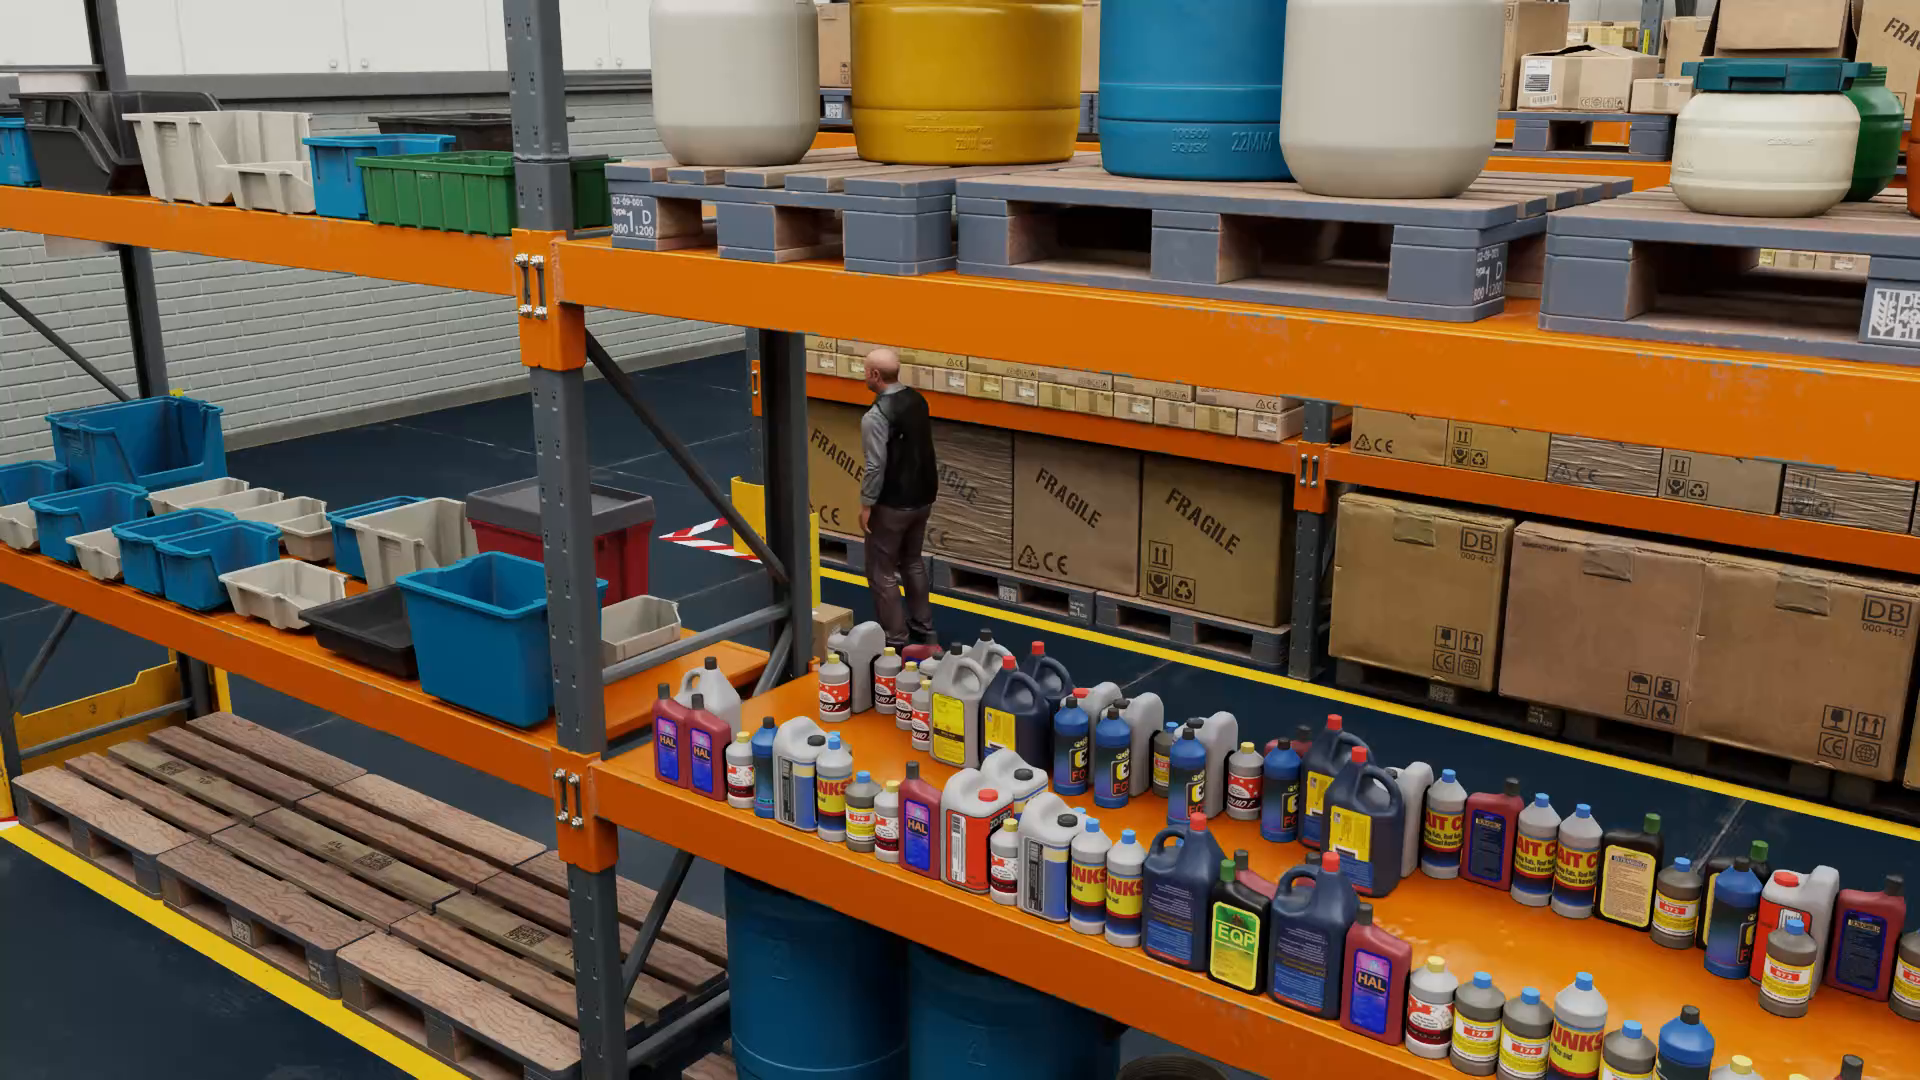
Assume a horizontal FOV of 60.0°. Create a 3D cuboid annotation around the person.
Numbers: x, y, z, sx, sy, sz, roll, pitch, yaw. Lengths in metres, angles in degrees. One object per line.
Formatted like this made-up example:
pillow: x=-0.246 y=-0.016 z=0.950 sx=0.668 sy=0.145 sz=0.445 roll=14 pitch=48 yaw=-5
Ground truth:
person: x=-0.348 y=-0.212 z=9.299 sx=0.415 sy=1.721 sz=0.594 roll=11 pitch=19 yaw=32
